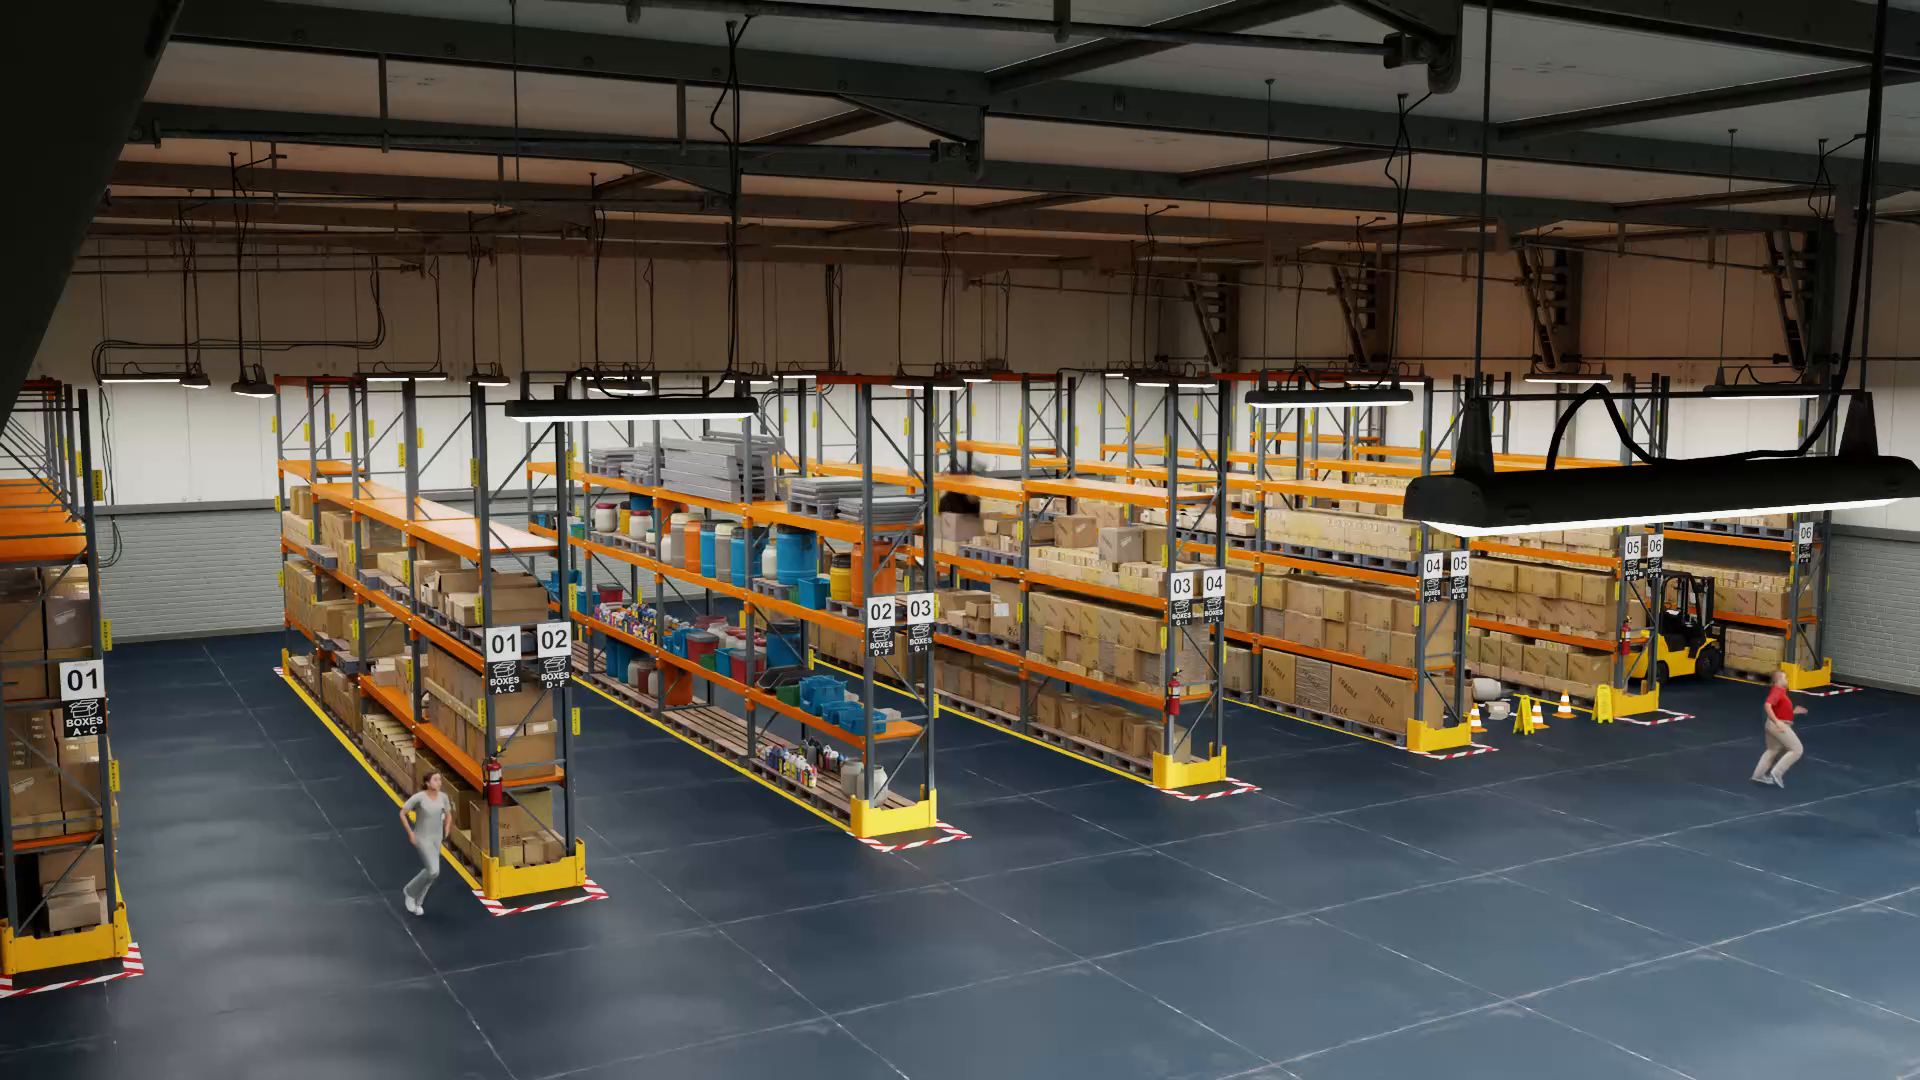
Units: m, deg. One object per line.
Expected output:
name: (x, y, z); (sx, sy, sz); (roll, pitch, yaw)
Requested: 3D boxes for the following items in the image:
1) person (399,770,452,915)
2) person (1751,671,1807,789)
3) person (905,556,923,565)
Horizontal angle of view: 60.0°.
person: (-6.058, 3.461, 19.048); (0.532, 1.622, 0.573); (4, 8, 35)
person: (12.125, 2.801, 24.559); (0.702, 1.738, 0.637); (1, 6, 11)
person: (-1.312, 0.921, 41.772); (0.761, 1.694, 0.773); (-2, 6, -14)
